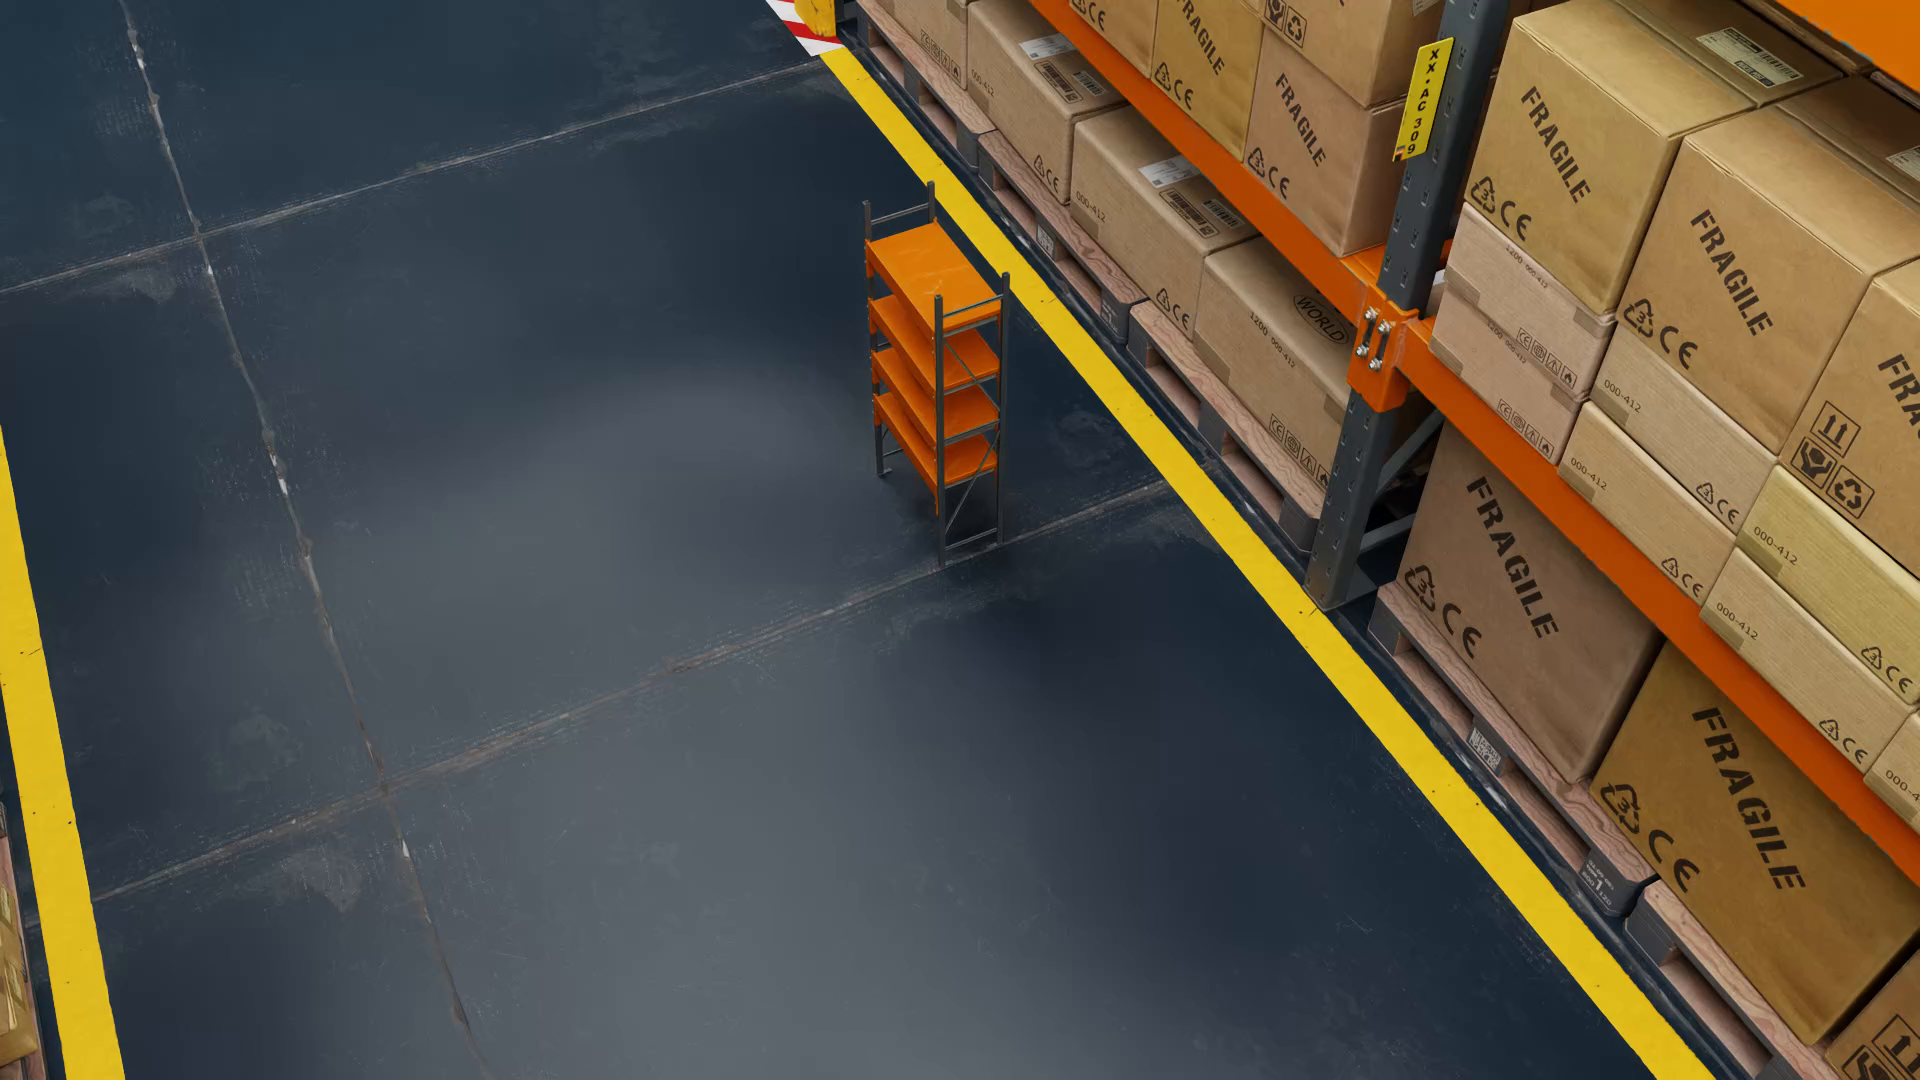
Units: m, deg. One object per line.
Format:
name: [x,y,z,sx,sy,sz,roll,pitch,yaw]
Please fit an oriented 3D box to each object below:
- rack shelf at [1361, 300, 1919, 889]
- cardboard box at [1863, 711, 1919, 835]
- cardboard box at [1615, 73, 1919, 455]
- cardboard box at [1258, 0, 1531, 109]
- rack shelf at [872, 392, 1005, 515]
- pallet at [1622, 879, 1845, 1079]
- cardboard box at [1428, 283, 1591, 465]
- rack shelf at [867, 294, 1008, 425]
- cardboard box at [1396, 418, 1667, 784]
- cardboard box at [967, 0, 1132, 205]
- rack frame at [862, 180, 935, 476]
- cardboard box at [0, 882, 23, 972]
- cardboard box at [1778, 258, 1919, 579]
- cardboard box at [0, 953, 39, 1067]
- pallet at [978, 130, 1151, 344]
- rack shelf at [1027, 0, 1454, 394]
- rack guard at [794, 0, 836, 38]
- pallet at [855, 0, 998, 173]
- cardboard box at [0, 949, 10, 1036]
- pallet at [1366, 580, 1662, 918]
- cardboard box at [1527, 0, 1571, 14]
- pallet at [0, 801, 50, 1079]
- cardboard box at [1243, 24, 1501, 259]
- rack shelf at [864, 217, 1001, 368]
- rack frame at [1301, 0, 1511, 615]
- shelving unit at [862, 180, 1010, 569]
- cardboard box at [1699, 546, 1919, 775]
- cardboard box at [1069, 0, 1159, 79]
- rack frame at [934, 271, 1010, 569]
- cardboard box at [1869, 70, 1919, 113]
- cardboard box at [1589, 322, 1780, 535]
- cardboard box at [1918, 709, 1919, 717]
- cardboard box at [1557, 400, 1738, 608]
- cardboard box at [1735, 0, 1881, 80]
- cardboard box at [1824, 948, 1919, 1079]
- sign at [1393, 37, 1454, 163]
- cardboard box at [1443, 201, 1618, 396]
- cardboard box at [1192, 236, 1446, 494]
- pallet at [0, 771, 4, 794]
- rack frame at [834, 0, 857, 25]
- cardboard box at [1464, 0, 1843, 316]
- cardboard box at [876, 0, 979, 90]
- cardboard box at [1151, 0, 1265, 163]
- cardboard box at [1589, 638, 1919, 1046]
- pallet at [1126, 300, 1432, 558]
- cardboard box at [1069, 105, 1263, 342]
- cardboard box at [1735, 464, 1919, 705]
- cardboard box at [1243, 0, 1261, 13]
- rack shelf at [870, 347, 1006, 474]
rack shelf: [2.539,0.622,3.691,1.077,0.370,4.000,-21,52,-18]
cardboard box: [2.270,0.513,3.408,0.500,0.250,0.500,-22,52,-18]
cardboard box: [1.827,-0.591,3.544,0.500,0.500,0.500,-21,52,-18]
cardboard box: [1.162,-1.536,4.370,0.500,0.500,0.500,-22,52,-18]
rack shelf: [-0.076,-0.331,5.595,0.258,0.148,0.480,-21,52,-18]
pallet: [2.606,1.273,4.497,1.003,0.211,1.213,-21,52,-18]
cardboard box: [1.590,-0.519,4.311,0.500,0.250,0.500,-22,52,-18]
rack shelf: [-0.076,-0.609,5.278,0.258,0.148,0.480,-21,52,-18]
cardboard box: [1.979,-0.005,4.894,0.875,0.875,0.875,-20,52,-16]
cardboard box: [0.611,-1.909,6.850,0.875,0.438,0.875,-20,52,-17]
rack frame: [-0.187,-0.669,5.538,0.240,1.200,0.015,-21,52,-18]
cardboard box: [-2.734,1.087,4.422,0.380,0.149,0.250,-20,52,-16]
cardboard box: [2.054,-0.255,3.249,0.500,0.500,0.500,-22,52,-18]
cardboard box: [-2.612,1.265,4.266,0.380,0.149,0.250,-23,53,-19]
pallet: [0.783,-1.389,6.825,1.003,0.211,1.213,-21,52,-18]
rack shelf: [0.709,-2.055,6.033,1.077,0.370,4.000,-21,52,-18]
rack guard: [-0.218,-2.824,7.888,1.175,0.500,0.348,-21,52,-18]
pallet: [0.229,-2.204,7.538,1.003,0.211,1.213,-21,52,-18]
cardboard box: [-2.613,1.169,4.152,0.380,0.149,0.250,-19,51,-16]
pallet: [2.044,0.455,5.212,1.003,0.211,1.213,-21,52,-18]
cardboard box: [1.621,-1.718,4.529,0.500,0.500,0.500,-21,52,-17]
pallet: [-3.070,1.300,4.473,1.003,0.211,1.213,-21,52,-18]
cardboard box: [1.184,-1.209,4.748,0.500,0.500,0.500,-21,52,-17]
rack shelf: [-0.076,-0.764,5.099,0.258,0.148,0.480,-21,52,-18]
rack frame: [1.624,-0.954,4.591,1.000,3.000,0.127,-21,52,-18]
shelving unit: [-0.076,-0.506,5.395,0.258,1.200,0.503,-21,52,-18]
cardboard box: [2.049,0.176,3.703,0.500,0.250,0.500,-22,52,-18]
cardboard box: [0.701,-1.883,5.337,0.500,0.500,0.500,-22,52,-18]
rack frame: [0.036,-0.342,5.252,0.240,1.200,0.015,-21,52,-18]
cardboard box: [2.295,-0.759,3.691,0.500,0.500,0.500,-20,52,-17]
cardboard box: [1.838,-0.338,3.820,0.500,0.250,0.500,-20,52,-17]
cardboard box: [2.278,0.347,3.221,0.500,0.250,0.500,-23,53,-19]
cardboard box: [1.829,-0.173,4.008,0.500,0.250,0.500,-22,52,-18]
cardboard box: [2.052,-1.103,3.991,0.500,0.500,0.500,-20,52,-16]
cardboard box: [2.808,1.196,3.844,0.875,0.875,0.875,-21,52,-17]
sign: [1.131,-1.072,4.067,0.100,0.325,0.005,-21,52,-18]
cardboard box: [1.574,-0.677,4.117,0.500,0.250,0.500,-23,53,-19]
cardboard box: [1.432,-0.705,5.797,0.875,0.438,0.875,-22,52,-18]
pallet: [-3.632,0.482,5.188,1.003,0.211,1.213,-21,52,-18]
rack frame: [-0.207,-3.631,6.933,1.000,3.000,0.127,-21,52,-18]
cardboard box: [1.570,-0.922,3.833,0.500,0.500,0.500,-21,52,-17]
cardboard box: [0.184,-2.518,7.383,0.875,0.438,0.875,-23,53,-19]
cardboard box: [0.944,-1.551,5.048,0.500,0.500,0.500,-22,52,-18]
cardboard box: [2.399,0.597,4.368,0.875,0.875,0.875,-20,52,-16]
pallet: [1.345,-0.571,6.110,1.003,0.211,1.213,-21,52,-18]
cardboard box: [1.022,-1.304,6.321,0.875,0.438,0.875,-23,53,-19]
cardboard box: [2.045,0.009,3.517,0.500,0.250,0.500,-21,52,-17]
cardboard box: [0.937,-1.879,4.670,0.500,0.500,0.500,-22,52,-18]
rack shelf: [-0.076,-0.462,5.446,0.258,0.148,0.480,-21,52,-18]
